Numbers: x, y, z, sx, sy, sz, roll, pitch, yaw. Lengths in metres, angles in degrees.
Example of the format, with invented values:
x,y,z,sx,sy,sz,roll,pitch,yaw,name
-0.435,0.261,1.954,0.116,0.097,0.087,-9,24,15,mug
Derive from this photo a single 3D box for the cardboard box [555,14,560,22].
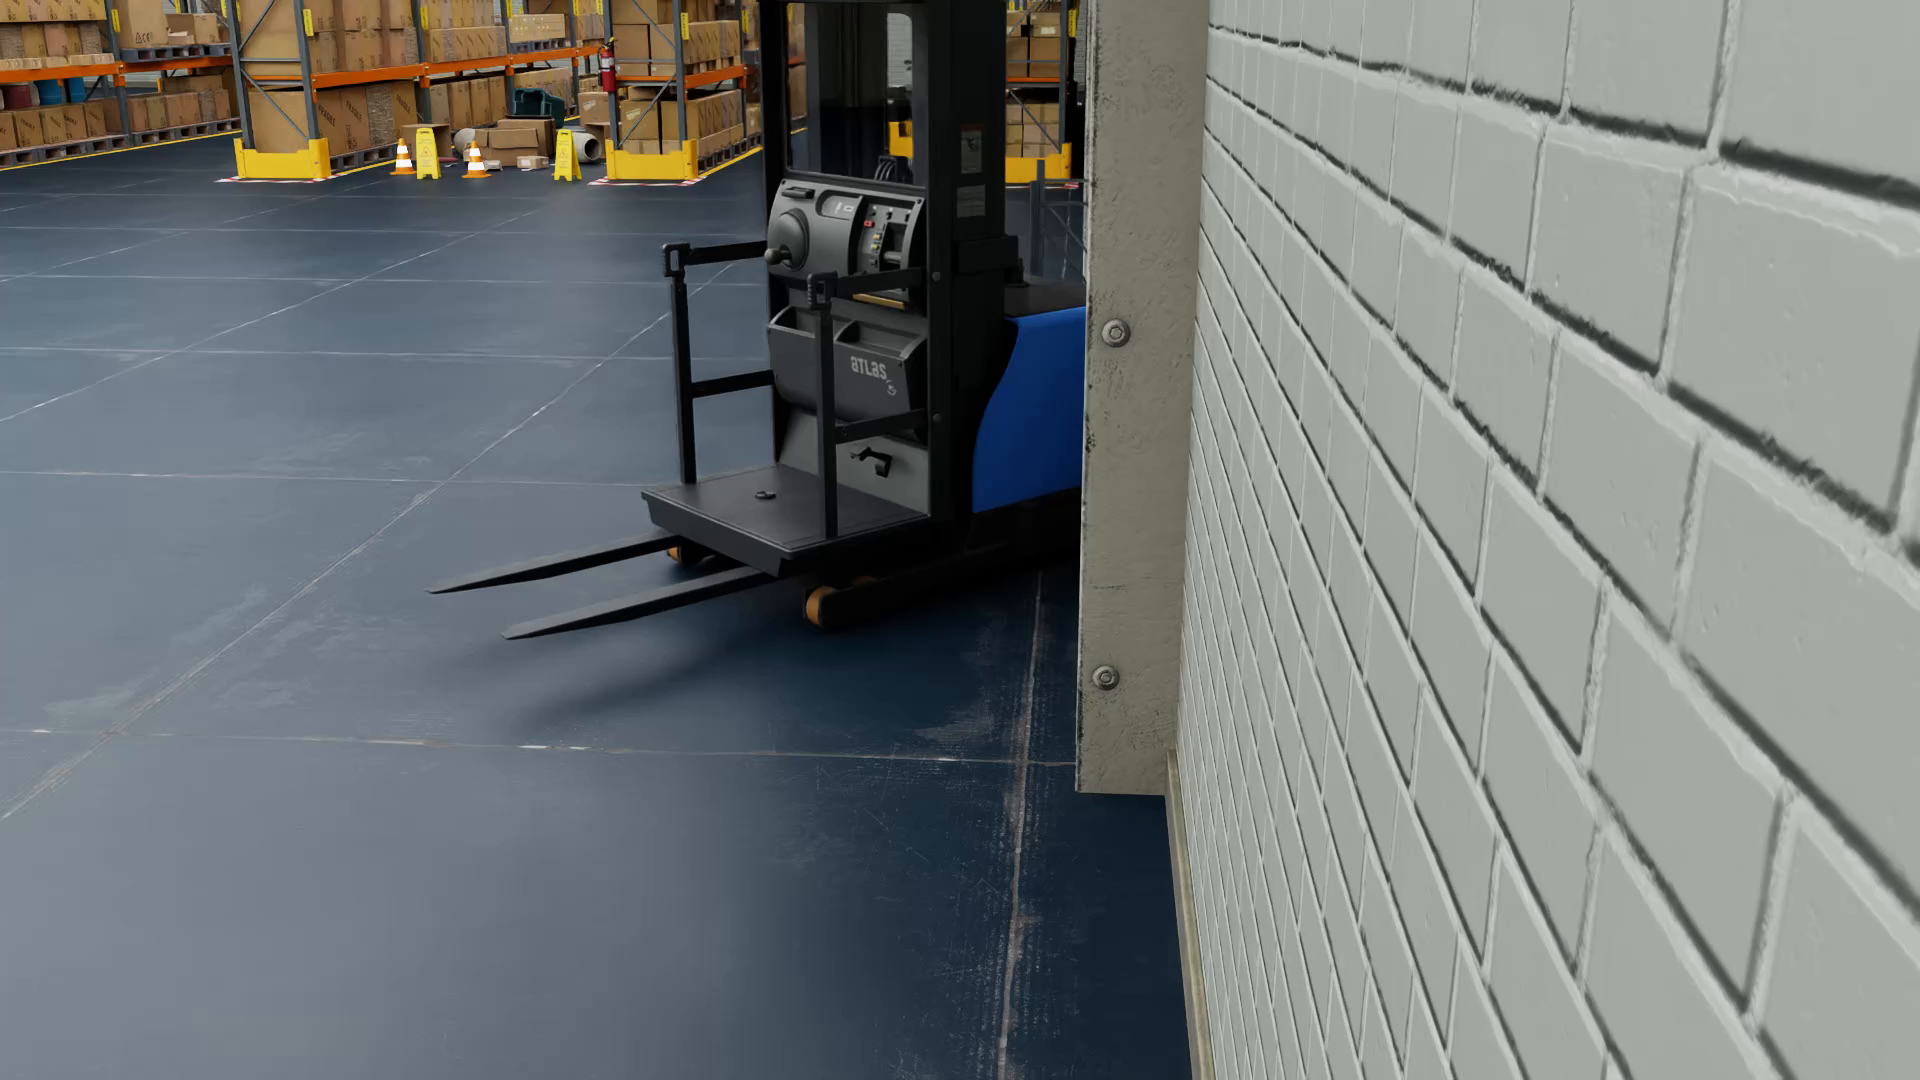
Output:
x,y,z,sx,sy,sz,roll,pitch,yaw,name
-8.026,-10.175,32.431,0.380,0.149,0.250,1,18,2,cardboard box

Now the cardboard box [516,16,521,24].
x,y,z,sx,sy,sz,roll,pitch,yaw,name
-8.195,-9.444,30.200,0.380,0.149,0.250,1,18,4,cardboard box

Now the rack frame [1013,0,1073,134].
x,y,z,sx,sy,sz,roll,pitch,yaw,name
1.436,-8.593,28.831,1.000,3.000,0.127,1,18,4,rack frame

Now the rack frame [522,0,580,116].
x,y,z,sx,sy,sz,roll,pitch,yaw,name
-8.173,-10.024,33.198,1.000,3.000,0.127,1,18,4,rack frame

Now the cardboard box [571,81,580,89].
x,y,z,sx,sy,sz,roll,pitch,yaw,name
-7.942,-9.254,33.796,0.380,0.149,0.250,2,18,6,cardboard box

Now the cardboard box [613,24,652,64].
x,y,z,sx,sy,sz,roll,pitch,yaw,name
-4.325,-6.582,22.054,0.500,0.500,0.500,1,18,3,cardboard box

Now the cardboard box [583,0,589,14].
x,y,z,sx,sy,sz,roll,pitch,yaw,name
-7.876,-10.984,33.884,0.500,0.500,0.500,1,18,2,cardboard box

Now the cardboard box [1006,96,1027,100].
x,y,z,sx,sy,sz,roll,pitch,yaw,name
0.685,-6.099,23.356,0.500,0.250,0.500,1,18,3,cardboard box

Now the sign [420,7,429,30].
x,y,z,sx,sy,sz,roll,pitch,yaw,name
-8.193,-7.977,25.432,0.100,0.325,0.005,1,18,4,sign

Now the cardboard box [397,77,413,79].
x,y,z,sx,sy,sz,roll,pitch,yaw,name
-12.793,-10.398,37.076,0.875,0.875,0.875,1,18,4,cardboard box

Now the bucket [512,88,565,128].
x,y,z,sx,sy,sz,roll,pitch,yaw,name
-6.457,-6.613,25.602,0.726,0.611,0.620,8,10,23,bucket

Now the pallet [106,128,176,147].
x,y,z,sx,sy,sz,roll,pitch,yaw,name
-13.632,-6.598,27.221,1.003,0.211,1.213,1,18,4,pallet

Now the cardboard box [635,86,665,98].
x,y,z,sx,sy,sz,roll,pitch,yaw,name
-4.311,-6.224,23.095,0.380,0.149,0.250,2,18,5,cardboard box

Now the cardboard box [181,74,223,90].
x,y,z,sx,sy,sz,roll,pitch,yaw,name
-13.418,-8.093,29.407,0.500,0.250,0.500,2,18,6,cardboard box

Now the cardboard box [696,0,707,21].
x,y,z,sx,sy,sz,roll,pitch,yaw,name
-4.109,-7.834,24.271,0.700,0.500,0.500,1,18,4,cardboard box

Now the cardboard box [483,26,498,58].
x,y,z,sx,sy,sz,roll,pitch,yaw,name
-8.262,-8.529,28.473,0.500,0.500,0.500,1,18,4,cardboard box

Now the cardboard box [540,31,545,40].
x,y,z,sx,sy,sz,roll,pitch,yaw,name
-8.095,-9.572,31.547,0.380,0.149,0.250,2,18,6,cardboard box

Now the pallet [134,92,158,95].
x,y,z,sx,sy,sz,roll,pitch,yaw,name
-17.865,-9.939,37.416,1.003,0.211,1.213,1,18,4,pallet

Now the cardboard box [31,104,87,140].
x,y,z,sx,sy,sz,roll,pitch,yaw,name
-13.789,-6.392,25.453,0.500,0.500,0.500,7,20,21,cardboard box

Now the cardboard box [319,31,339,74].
x,y,z,sx,sy,sz,roll,pitch,yaw,name
-9.034,-6.656,22.678,0.875,0.550,0.550,1,18,4,cardboard box

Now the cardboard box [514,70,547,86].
x,y,z,sx,sy,sz,roll,pitch,yaw,name
-8.085,-8.670,31.200,0.500,0.250,0.500,1,18,4,cardboard box

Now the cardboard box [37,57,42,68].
x,y,z,sx,sy,sz,roll,pitch,yaw,name
-13.625,-6.947,24.212,0.380,0.149,0.250,1,18,4,cardboard box

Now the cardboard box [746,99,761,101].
x,y,z,sx,sy,sz,roll,pitch,yaw,name
-3.566,-7.478,28.974,0.950,0.372,0.625,0,18,0,cardboard box

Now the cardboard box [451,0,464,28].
x,y,z,sx,sy,sz,roll,pitch,yaw,name
-8.608,-8.690,27.360,0.700,0.500,0.500,1,18,3,cardboard box

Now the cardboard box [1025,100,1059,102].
x,y,z,sx,sy,sz,roll,pitch,yaw,name
1.118,-5.777,22.371,0.500,0.250,0.500,1,18,4,cardboard box

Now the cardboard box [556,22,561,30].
x,y,z,sx,sy,sz,roll,pitch,yaw,name
-8.023,-10.036,32.485,0.380,0.149,0.250,1,18,4,cardboard box

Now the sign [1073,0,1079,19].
x,y,z,sx,sy,sz,roll,pitch,yaw,name
1.990,-9.132,28.616,0.100,0.325,0.005,1,18,4,sign

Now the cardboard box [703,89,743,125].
x,y,z,sx,sy,sz,roll,pitch,yaw,name
-3.577,-6.520,25.041,0.500,0.500,0.500,1,18,3,cardboard box

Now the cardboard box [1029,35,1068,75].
x,y,z,sx,sy,sz,roll,pitch,yaw,name
1.190,-6.466,22.178,0.500,0.500,0.500,2,18,6,cardboard box

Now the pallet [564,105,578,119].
x,y,z,sx,sy,sz,roll,pitch,yaw,name
-8.228,-8.457,32.894,1.003,0.211,1.213,1,18,4,pallet

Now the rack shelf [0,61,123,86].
x,y,z,sx,sy,sz,roll,pitch,yaw,name
-13.830,-6.719,24.265,1.077,0.370,4.000,1,18,4,rack shelf

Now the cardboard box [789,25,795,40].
x,y,z,sx,sy,sz,roll,pitch,yaw,name
-3.233,-9.021,29.574,0.500,0.250,0.500,1,18,4,cardboard box

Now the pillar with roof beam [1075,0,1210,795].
x,y,z,sx,sy,sz,roll,pitch,yaw,name
-3.773,-3.661,4.144,9.100,9.000,0.400,1,18,4,pillar with roof beam

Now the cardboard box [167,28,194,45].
x,y,z,sx,sy,sz,roll,pitch,yaw,name
-13.250,-8.536,28.197,0.396,0.266,0.258,1,18,2,cardboard box

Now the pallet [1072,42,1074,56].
x,y,z,sx,sy,sz,roll,pitch,yaw,name
1.414,-8.714,29.508,1.213,0.211,1.003,1,18,4,pallet

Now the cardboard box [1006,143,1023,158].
x,y,z,sx,sy,sz,roll,pitch,yaw,name
0.581,-5.154,22.077,0.500,0.250,0.500,1,18,4,cardboard box

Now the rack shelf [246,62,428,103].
x,y,z,sx,sy,sz,roll,pitch,yaw,name
-8.890,-6.577,23.832,1.077,0.370,4.000,1,18,4,rack shelf

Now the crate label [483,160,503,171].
x,y,z,sx,sy,sz,roll,pitch,yaw,name
-6.482,-5.185,23.026,0.250,0.136,0.298,-9,20,-25,crate label

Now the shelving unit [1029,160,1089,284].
x,y,z,sx,sy,sz,roll,pitch,yaw,name
0.611,-1.095,8.357,0.538,1.500,1.048,1,18,4,shelving unit

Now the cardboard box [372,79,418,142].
x,y,z,sx,sy,sz,roll,pitch,yaw,name
-8.862,-6.536,25.289,0.875,0.875,0.875,2,18,5,cardboard box

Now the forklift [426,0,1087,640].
x,y,z,sx,sy,sz,roll,pitch,yaw,name
-0.620,-1.232,6.475,3.031,2.935,1.130,-15,23,-39,forklift

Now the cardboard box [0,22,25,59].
x,y,z,sx,sy,sz,roll,pitch,yaw,name
-13.912,-7.111,23.668,0.875,0.500,0.500,1,18,4,cardboard box

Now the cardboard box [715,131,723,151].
x,y,z,sx,sy,sz,roll,pitch,yaw,name
-3.685,-5.683,23.692,0.500,0.250,0.500,3,18,8,cardboard box

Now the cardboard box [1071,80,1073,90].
x,y,z,sx,sy,sz,roll,pitch,yaw,name
1.830,-8.150,29.776,0.380,0.149,0.250,2,18,6,cardboard box

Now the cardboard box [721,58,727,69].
x,y,z,sx,sy,sz,roll,pitch,yaw,name
-3.591,-6.919,24.124,0.380,0.149,0.250,1,18,3,cardboard box

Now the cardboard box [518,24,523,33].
x,y,z,sx,sy,sz,roll,pitch,yaw,name
-8.192,-9.316,30.289,0.380,0.149,0.250,1,18,2,cardboard box
